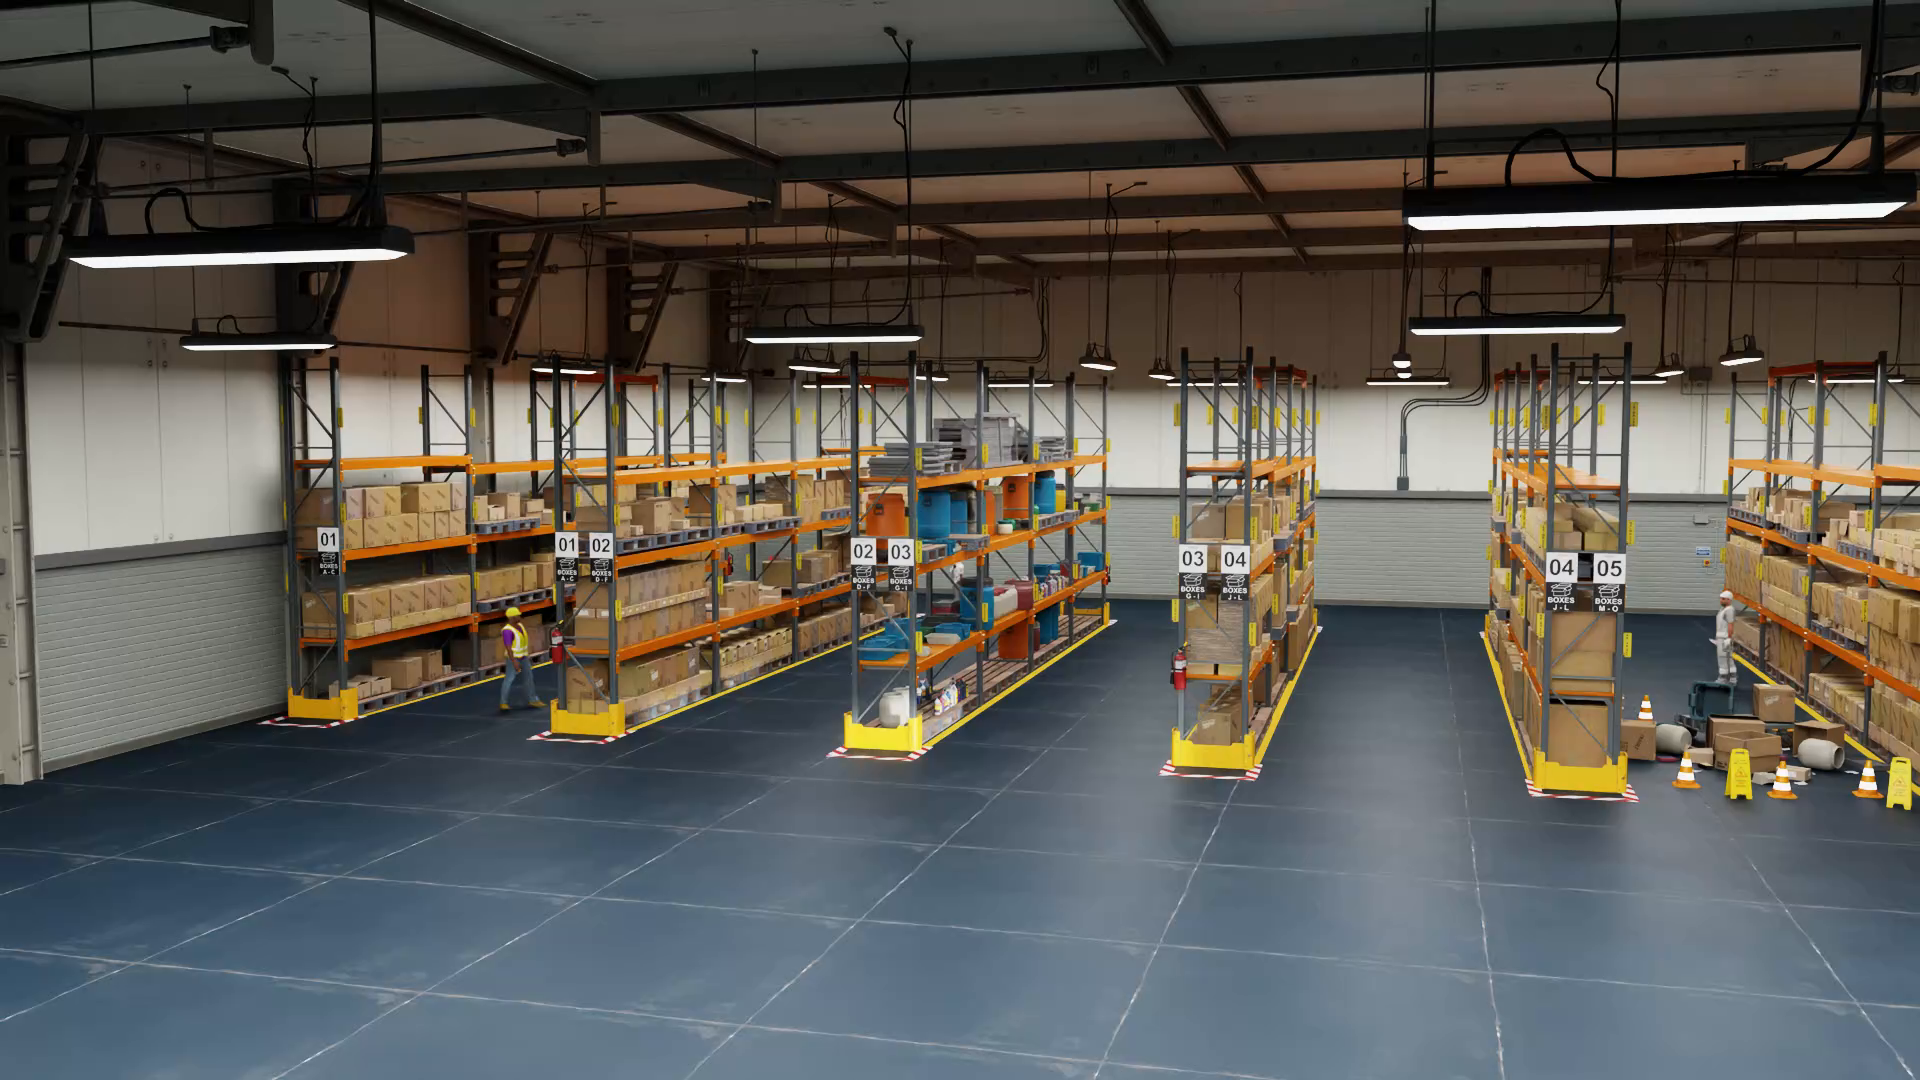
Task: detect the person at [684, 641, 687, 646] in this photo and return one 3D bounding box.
[{"bbox_3d":[-5.771,1.678,34.154,0.407,1.618,1.041,1,4,16],"label":"person"}]

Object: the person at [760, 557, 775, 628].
[{"bbox_3d":[-4.401,1.257,38.755,0.630,1.721,1.049,1,4,13],"label":"person"}]

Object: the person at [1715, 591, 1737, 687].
[{"bbox_3d":[14.242,1.843,30.976,0.454,1.797,0.586,3,5,37],"label":"person"}]

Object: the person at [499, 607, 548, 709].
[{"bbox_3d":[-7.563,2.028,28.583,0.634,1.763,0.711,2,5,25],"label":"person"}]

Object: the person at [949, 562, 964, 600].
[{"bbox_3d":[-0.072,1.134,41.215,0.359,1.689,0.525,-2,4,-20],"label":"person"}]
